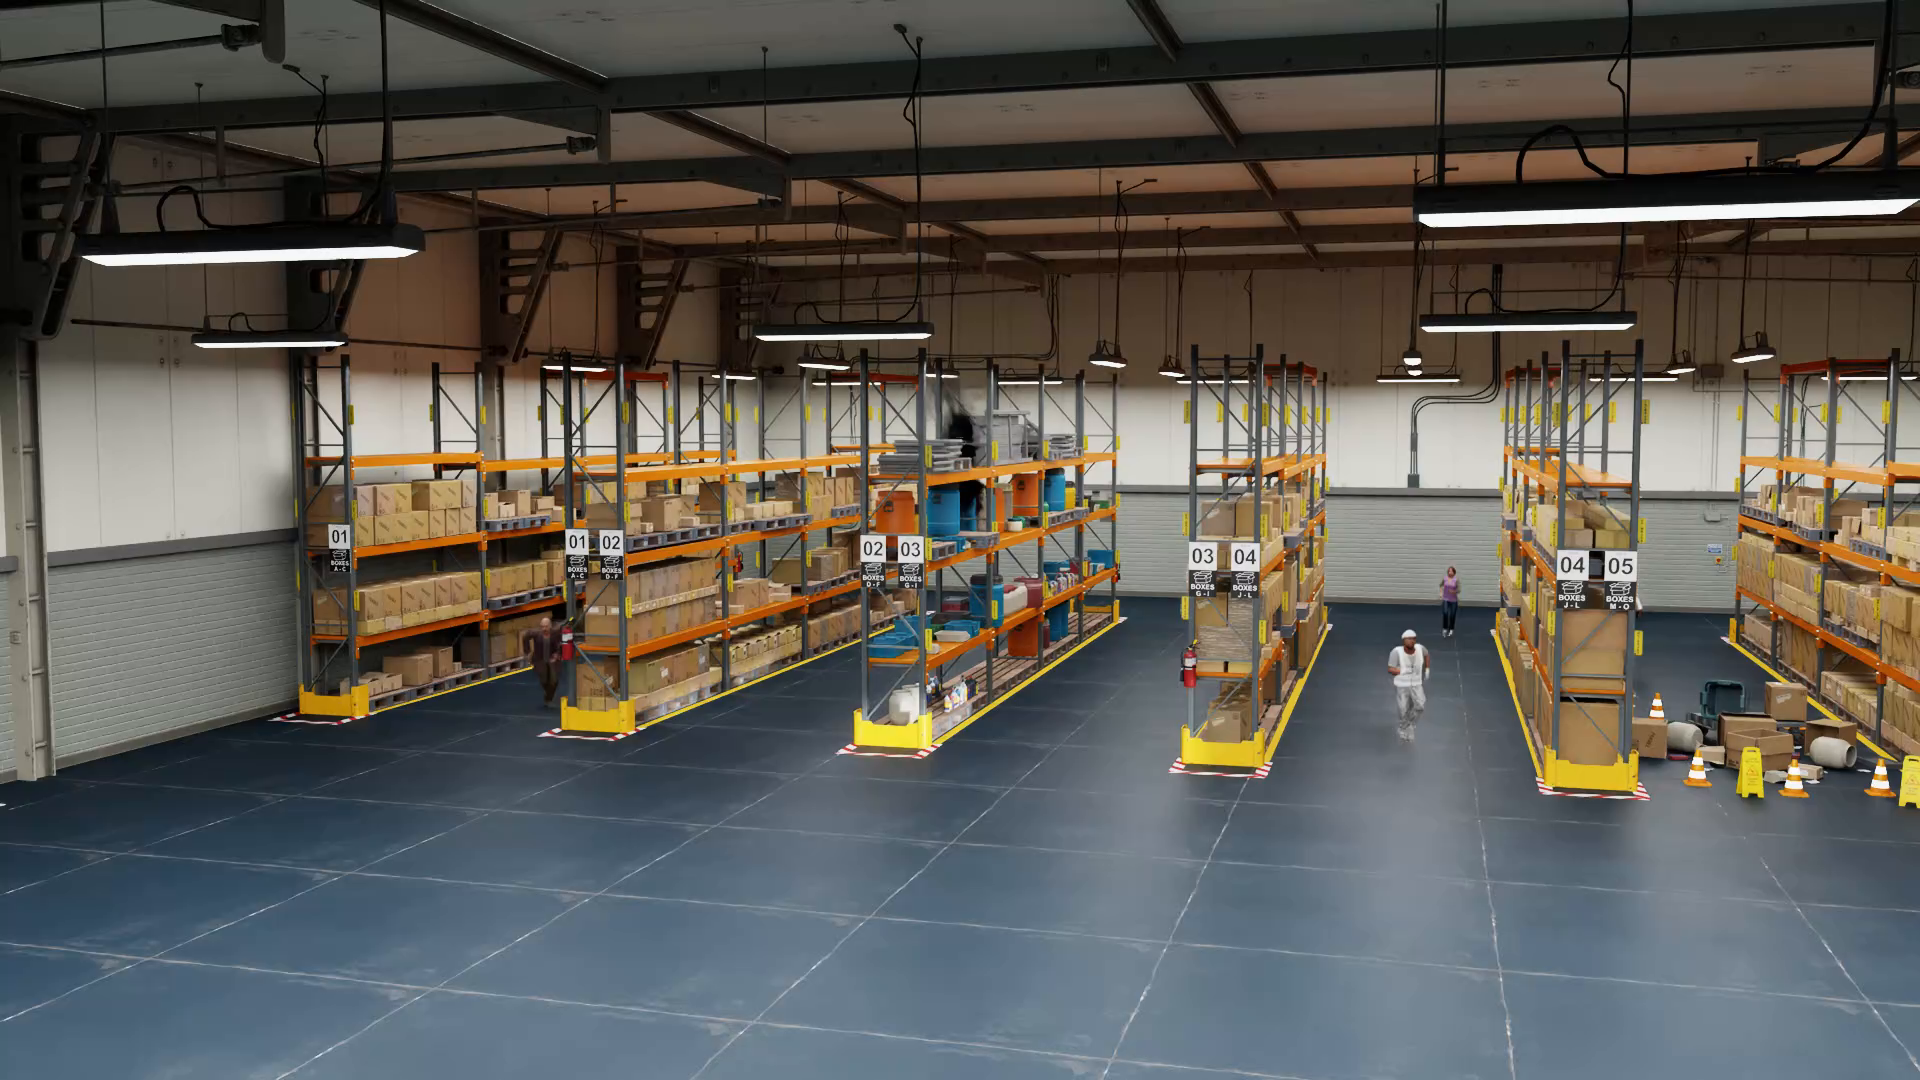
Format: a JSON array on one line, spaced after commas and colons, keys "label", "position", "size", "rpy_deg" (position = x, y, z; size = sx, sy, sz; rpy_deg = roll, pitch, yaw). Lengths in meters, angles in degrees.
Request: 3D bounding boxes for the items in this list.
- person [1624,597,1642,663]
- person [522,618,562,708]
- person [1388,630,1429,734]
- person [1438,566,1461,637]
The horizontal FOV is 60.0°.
[{"label": "person", "position": [13.144, 1.634, 32.986], "size": [0.701, 1.666, 0.534], "rpy_deg": [1, 4, 12]}, {"label": "person", "position": [-7.099, 2.090, 28.401], "size": [0.734, 1.591, 0.888], "rpy_deg": [-1, 4, -13]}, {"label": "person", "position": [6.846, 2.177, 25.271], "size": [0.724, 1.650, 0.775], "rpy_deg": [0, 4, -3]}, {"label": "person", "position": [11.033, 1.391, 37.484], "size": [0.505, 1.592, 0.662], "rpy_deg": [1, 5, 18]}]
